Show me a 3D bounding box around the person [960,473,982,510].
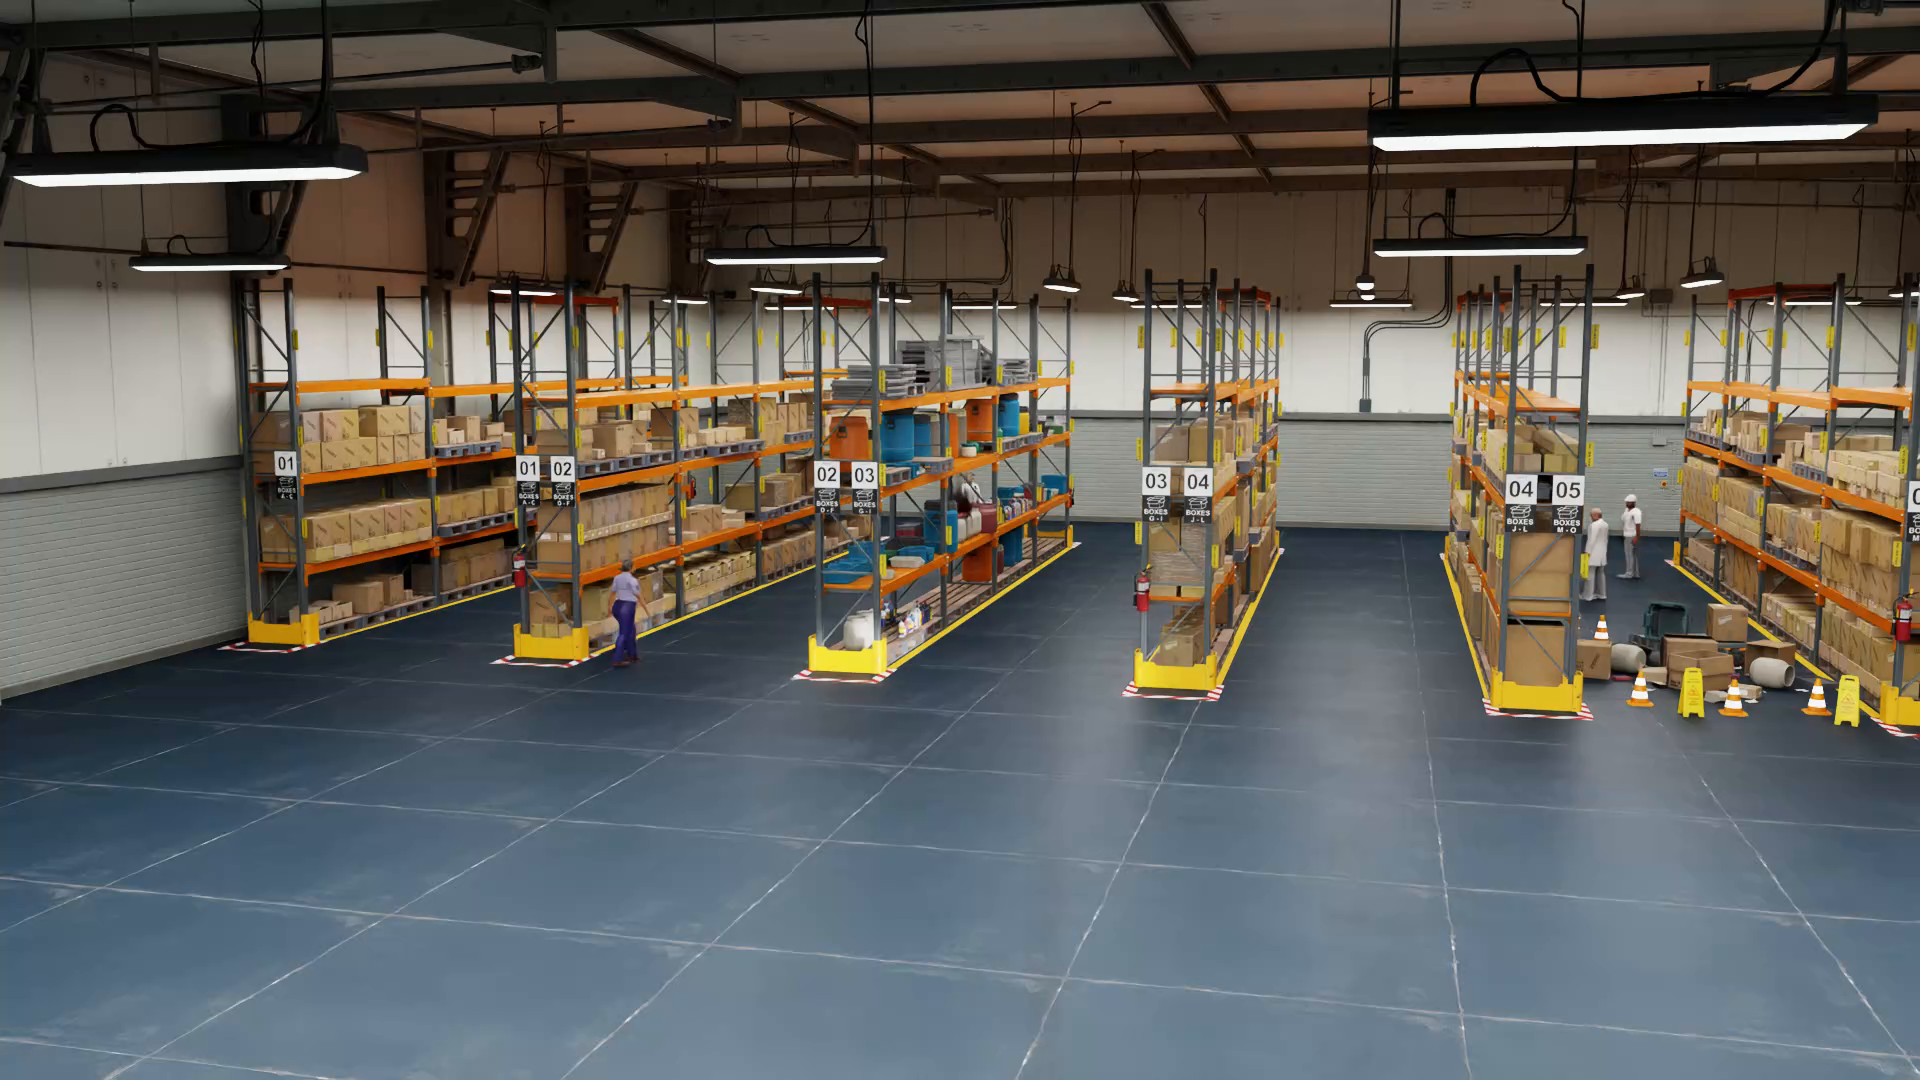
[{"bbox_3d":[0.303,-0.853,41.909,0.517,1.688,0.480,-4,8,-31],"label":"person"}]

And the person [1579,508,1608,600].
[{"bbox_3d":[12.240,0.276,32.160,0.657,1.787,0.437,-5,9,-38],"label":"person"}]

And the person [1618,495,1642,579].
[{"bbox_3d":[14.170,-0.079,35.148,0.427,1.771,0.600,3,7,22],"label":"person"}]

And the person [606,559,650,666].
[{"bbox_3d":[-5.126,1.132,25.679,0.665,1.686,0.539,-6,9,-41],"label":"person"}]
